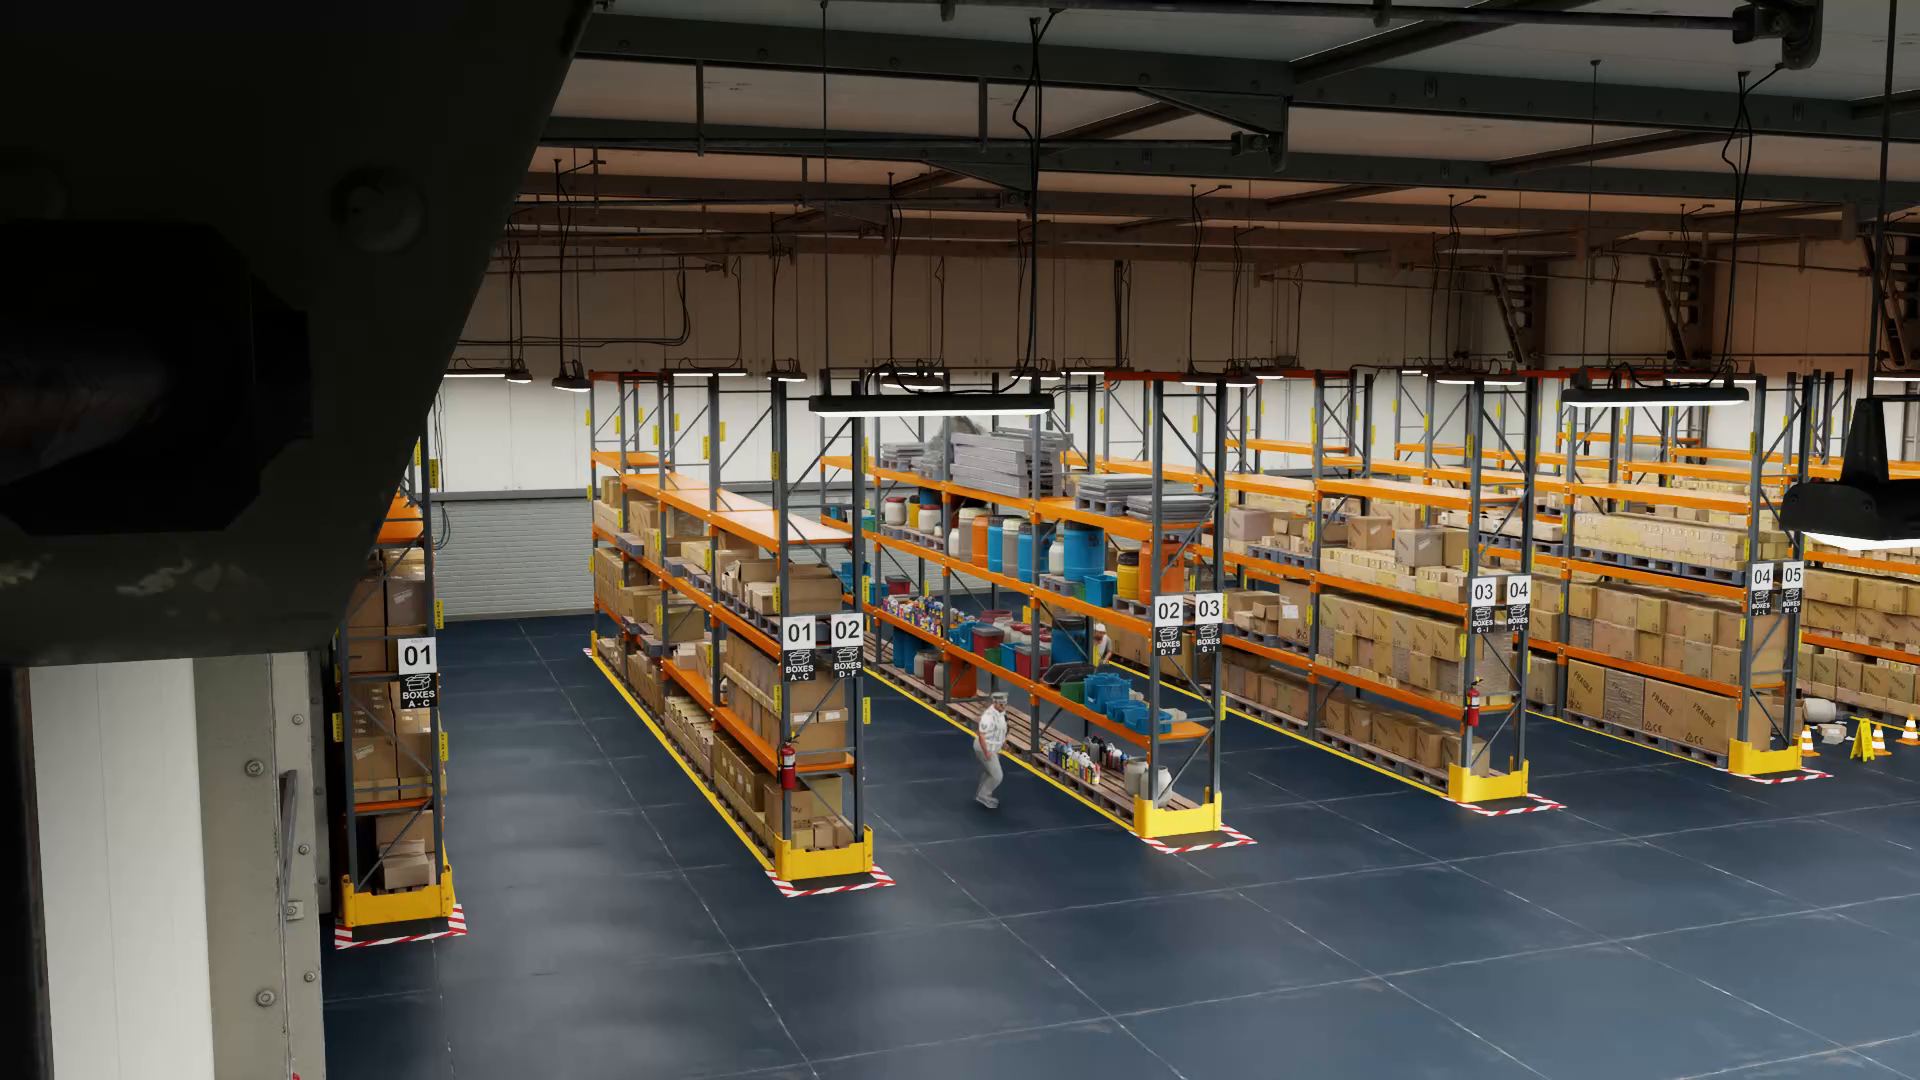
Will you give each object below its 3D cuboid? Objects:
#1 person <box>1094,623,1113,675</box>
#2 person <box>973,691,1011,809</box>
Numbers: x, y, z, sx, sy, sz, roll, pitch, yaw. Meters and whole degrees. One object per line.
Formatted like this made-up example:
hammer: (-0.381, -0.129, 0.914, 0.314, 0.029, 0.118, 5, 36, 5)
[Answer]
person: (2.312, 2.224, 29.719, 0.679, 1.610, 1.114, -2, 7, -19)
person: (0.422, 2.928, 23.230, 0.607, 1.665, 0.652, 3, 7, 22)
